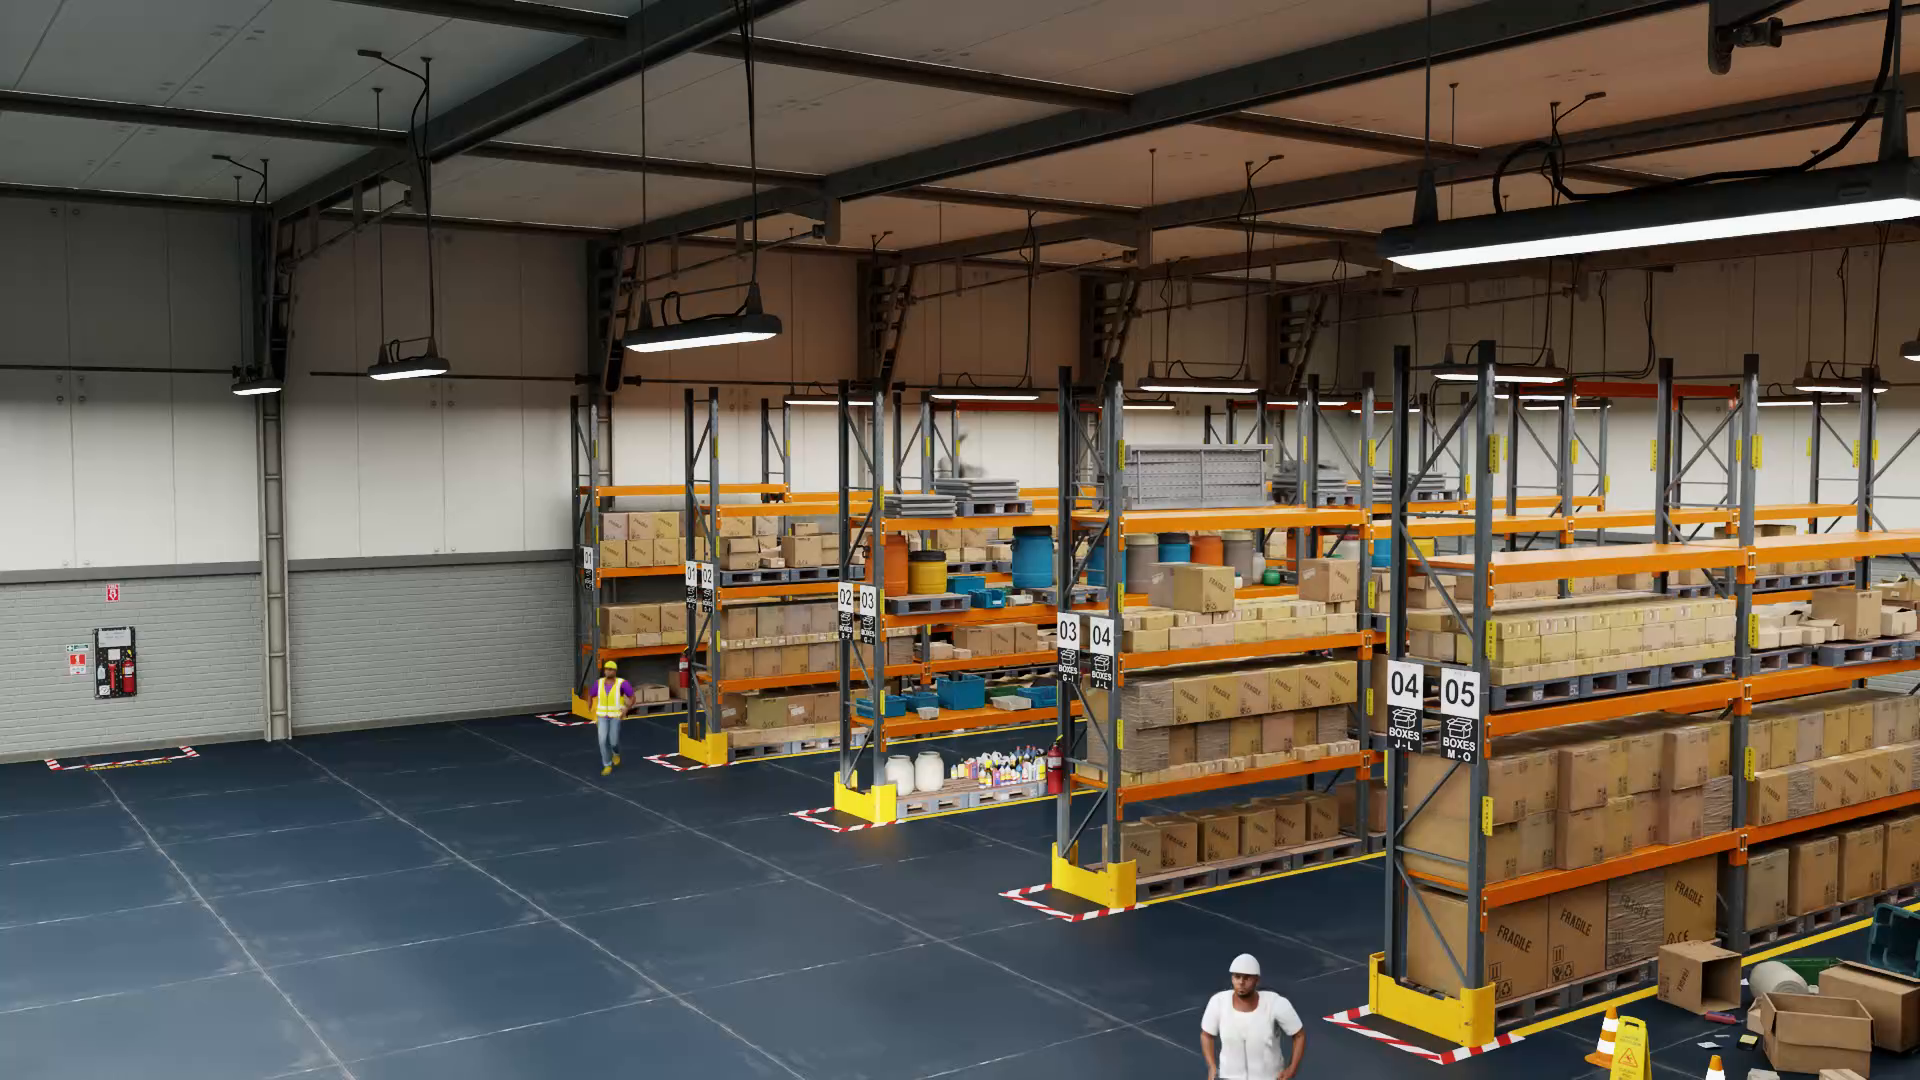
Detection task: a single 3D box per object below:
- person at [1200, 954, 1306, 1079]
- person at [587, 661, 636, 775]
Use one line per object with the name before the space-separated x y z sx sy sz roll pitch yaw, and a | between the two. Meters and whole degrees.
person | 1.978 3.629 11.243 0.706 1.752 0.650 1 4 18
person | -5.456 2.753 25.929 0.746 1.744 0.625 0 3 6
